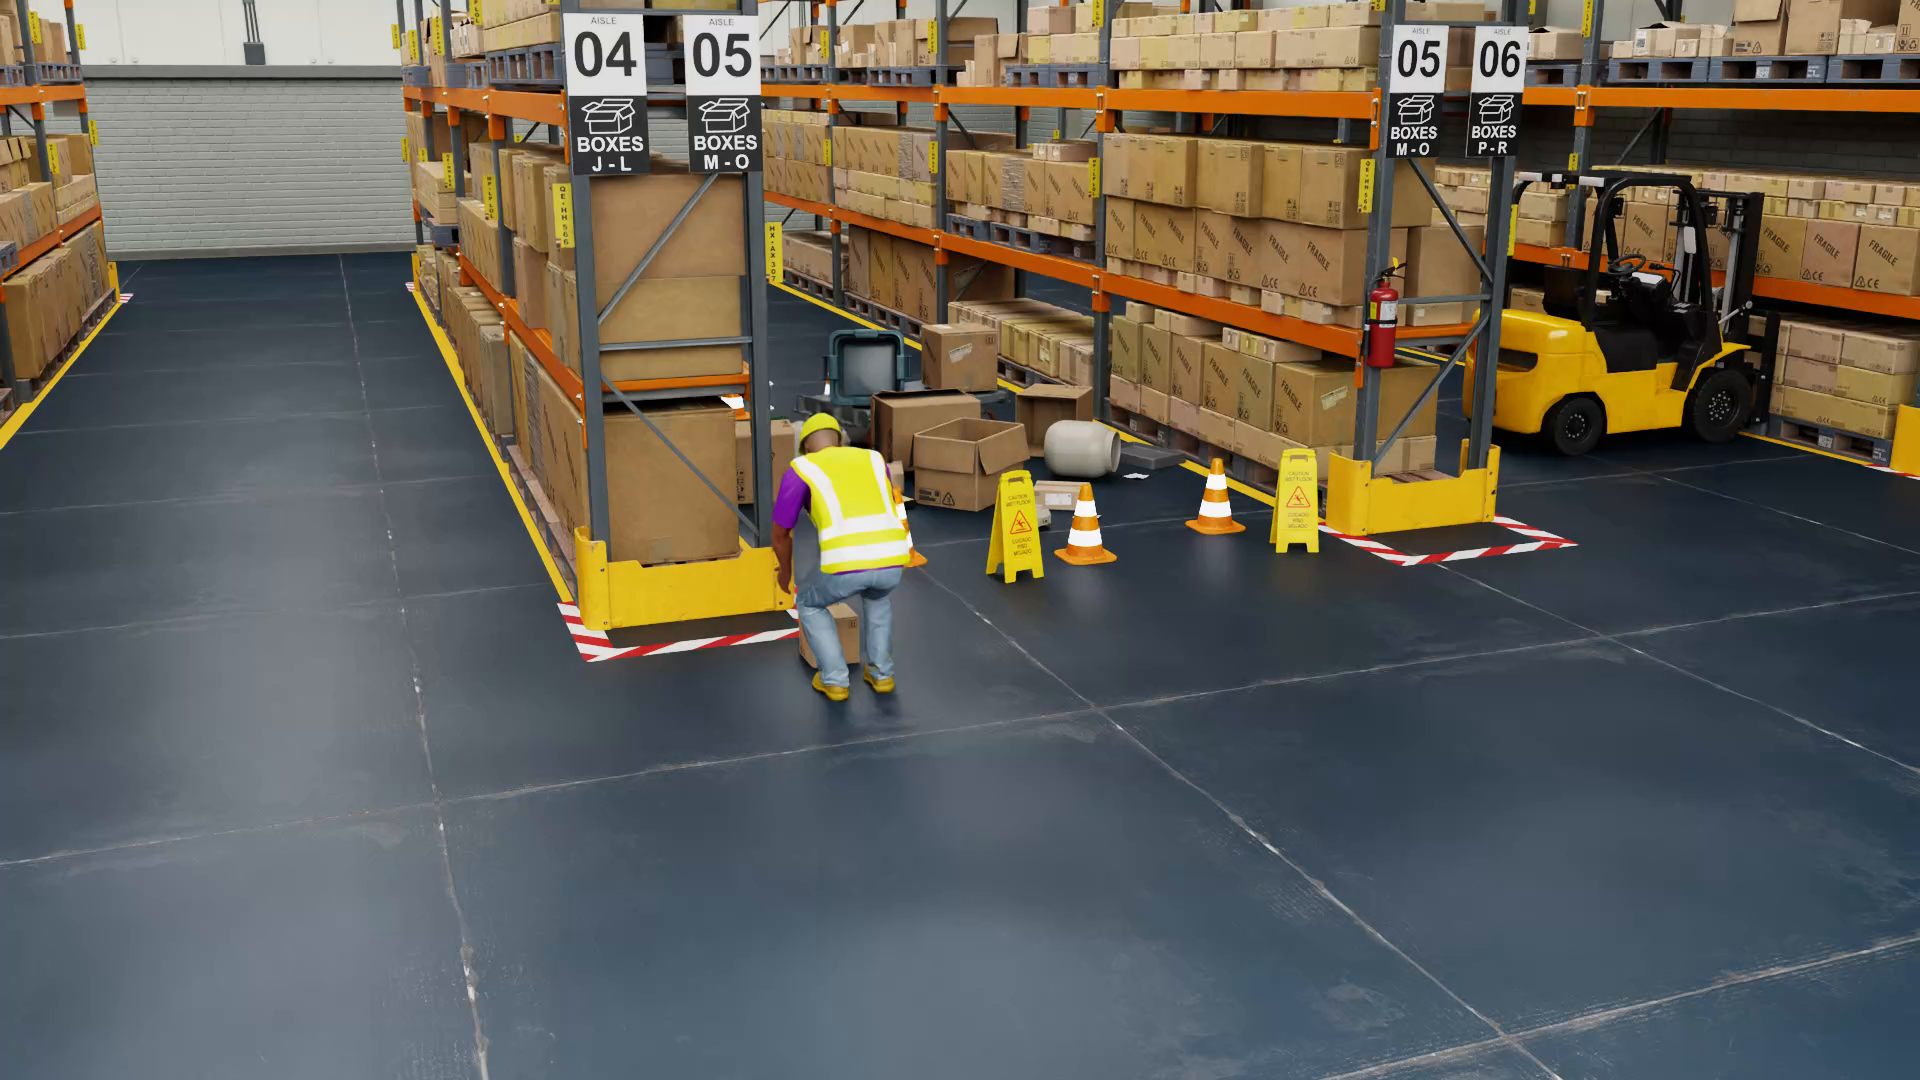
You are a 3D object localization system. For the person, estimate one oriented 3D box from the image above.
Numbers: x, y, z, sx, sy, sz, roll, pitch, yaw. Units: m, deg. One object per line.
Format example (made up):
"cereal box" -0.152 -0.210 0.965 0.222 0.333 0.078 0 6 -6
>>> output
"person" -0.598 0.022 8.165 0.474 1.355 0.918 -6 17 -22
